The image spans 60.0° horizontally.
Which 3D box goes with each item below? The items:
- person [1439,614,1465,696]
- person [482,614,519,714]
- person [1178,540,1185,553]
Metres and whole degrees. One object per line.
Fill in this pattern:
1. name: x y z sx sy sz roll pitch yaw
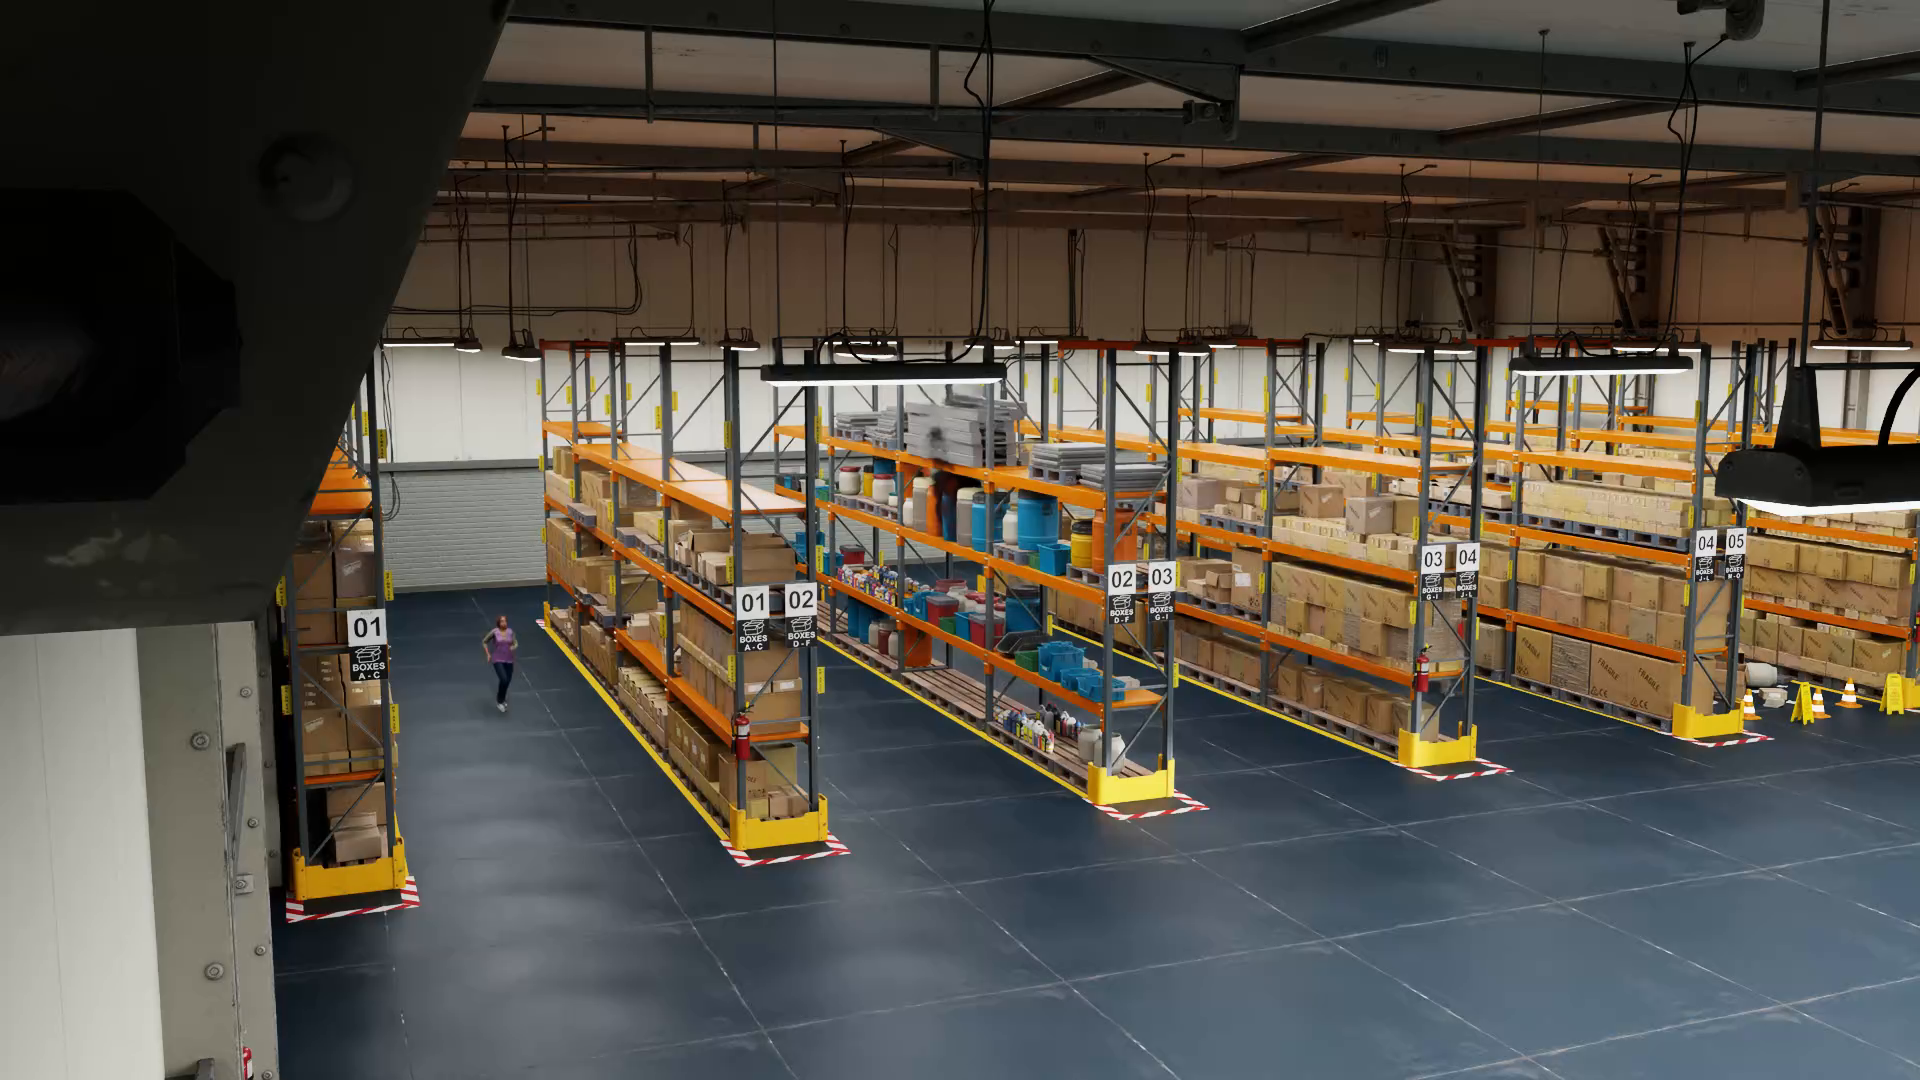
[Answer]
1. person: 8.406 1.822 28.332 0.658 1.686 0.591 -4 8 -26
2. person: -7.458 2.018 27.130 0.503 1.617 0.682 -6 9 -38
3. person: 5.330 0.156 41.369 0.579 1.597 0.618 -4 9 -31
